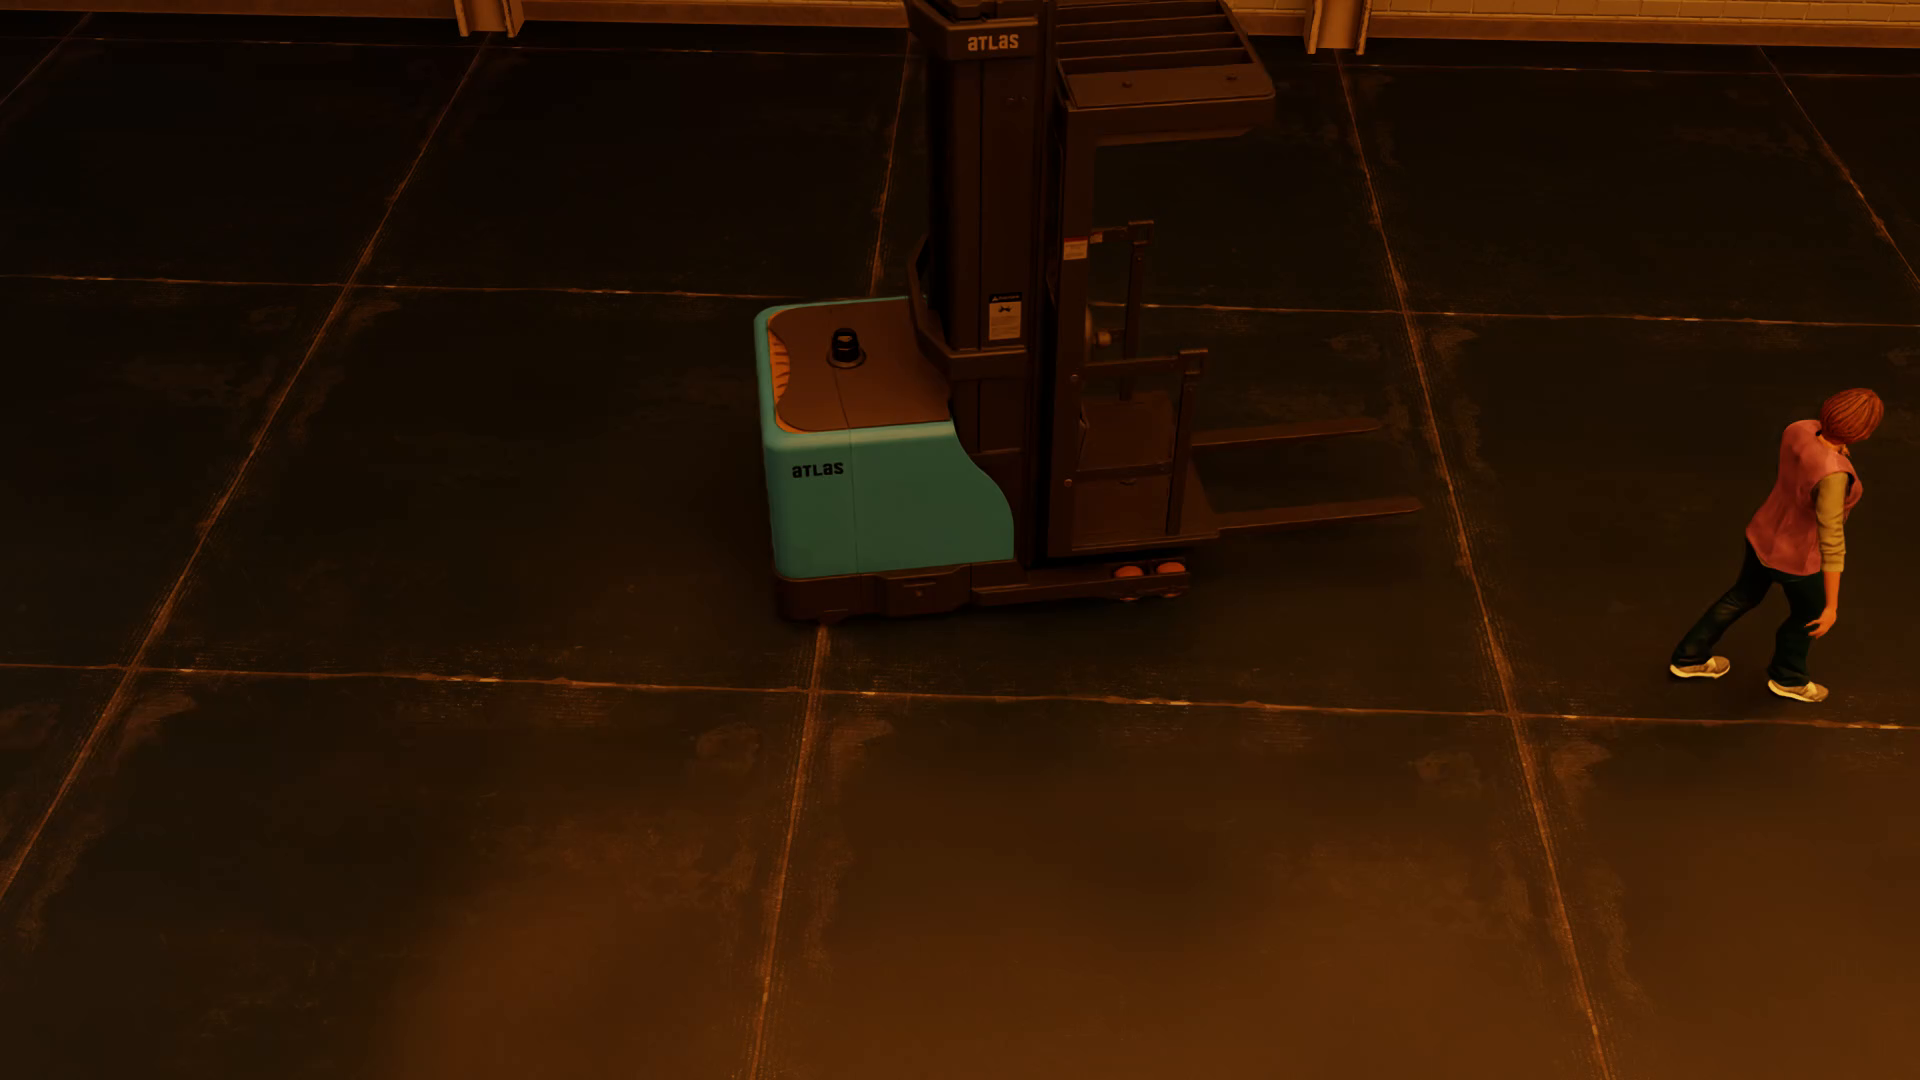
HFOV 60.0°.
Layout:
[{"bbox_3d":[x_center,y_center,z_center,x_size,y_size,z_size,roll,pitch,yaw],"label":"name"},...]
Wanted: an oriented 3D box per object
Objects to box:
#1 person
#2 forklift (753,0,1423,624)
[{"bbox_3d":[3.417,0.060,6.709,0.658,1.579,0.847,-4,43,-4],"label":"person"},{"bbox_3d":[0.616,-1.153,7.005,3.031,2.935,1.130,-5,43,-6],"label":"forklift"}]
